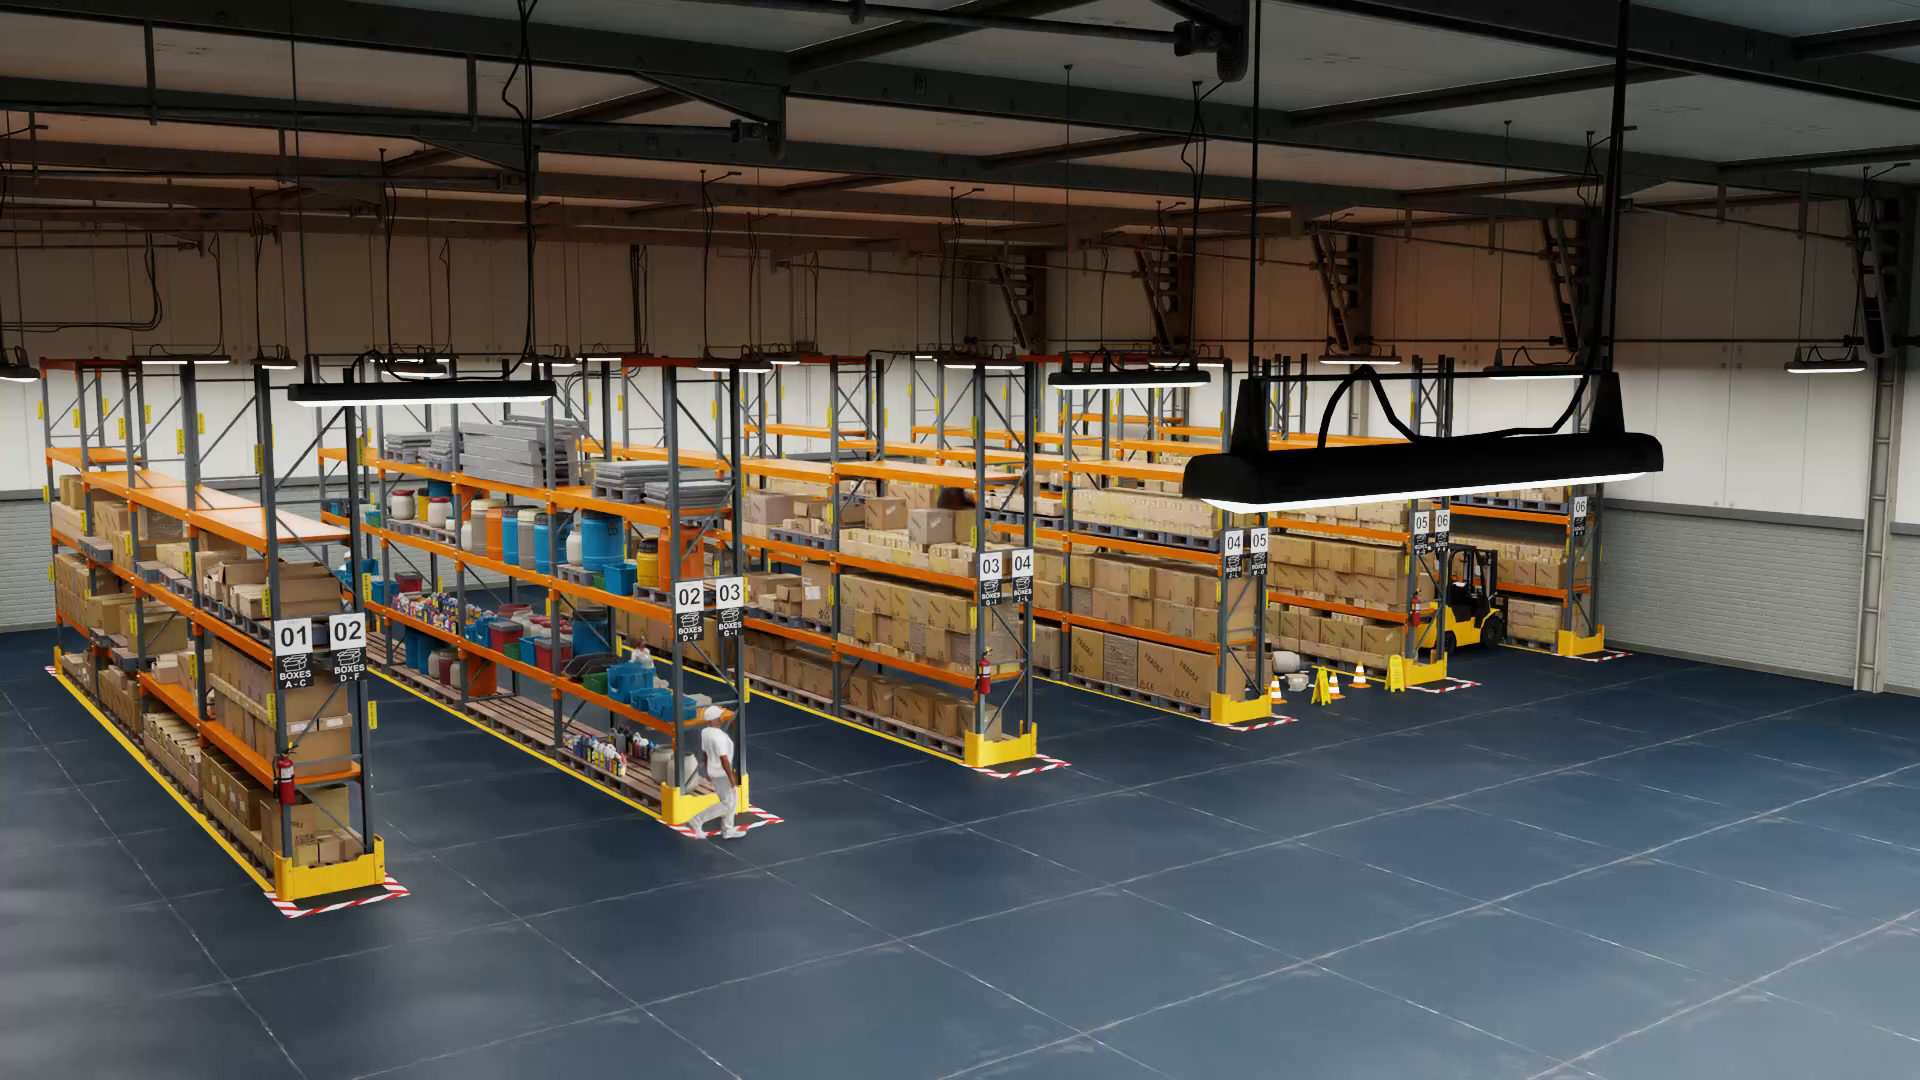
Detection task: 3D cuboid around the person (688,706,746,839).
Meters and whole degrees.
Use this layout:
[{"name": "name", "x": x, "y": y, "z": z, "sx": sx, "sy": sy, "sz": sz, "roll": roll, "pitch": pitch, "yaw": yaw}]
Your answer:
[{"name": "person", "x": -3.085, "y": 2.954, "z": 21.030, "sx": 0.742, "sy": 1.721, "sz": 0.562, "roll": -2, "pitch": 7, "yaw": -13}]

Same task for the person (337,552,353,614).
[{"name": "person", "x": -13.358, "y": 1.122, "z": 36.559, "sx": 0.584, "sy": 1.690, "sz": 0.723, "roll": -3, "pitch": 8, "yaw": -24}]

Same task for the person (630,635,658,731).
[{"name": "person", "x": -5.194, "y": 2.302, "z": 27.183, "sx": 0.493, "sy": 1.539, "sz": 0.915, "roll": -6, "pitch": 9, "yaw": -40}]
